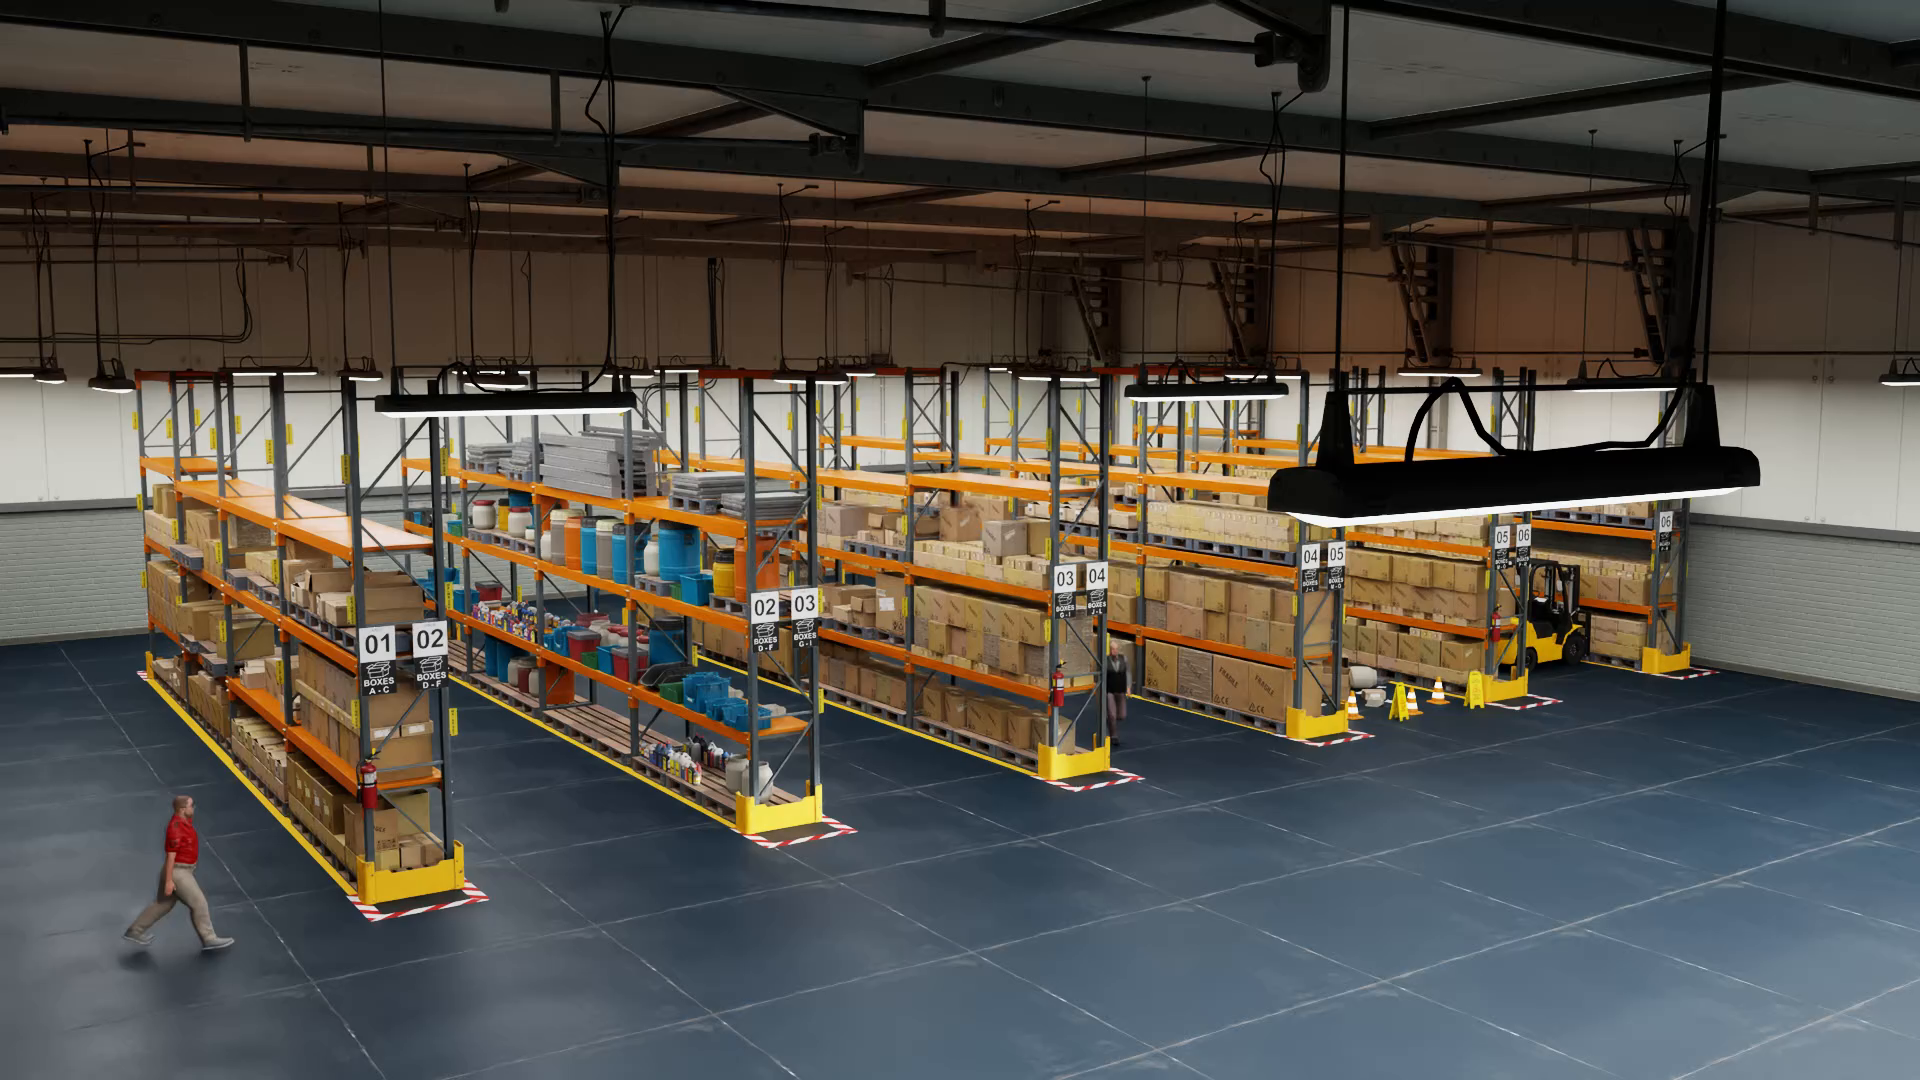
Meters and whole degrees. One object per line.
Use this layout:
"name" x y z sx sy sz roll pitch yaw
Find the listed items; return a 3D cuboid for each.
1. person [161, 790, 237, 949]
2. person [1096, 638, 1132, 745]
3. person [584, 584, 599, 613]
"person" -8.104 3.485 17.634 0.769 1.694 0.539 -2 7 -13
"person" 2.497 2.449 26.968 0.591 1.749 0.459 0 6 4
"person" -8.847 0.998 40.083 0.441 1.592 0.415 -1 6 -6
